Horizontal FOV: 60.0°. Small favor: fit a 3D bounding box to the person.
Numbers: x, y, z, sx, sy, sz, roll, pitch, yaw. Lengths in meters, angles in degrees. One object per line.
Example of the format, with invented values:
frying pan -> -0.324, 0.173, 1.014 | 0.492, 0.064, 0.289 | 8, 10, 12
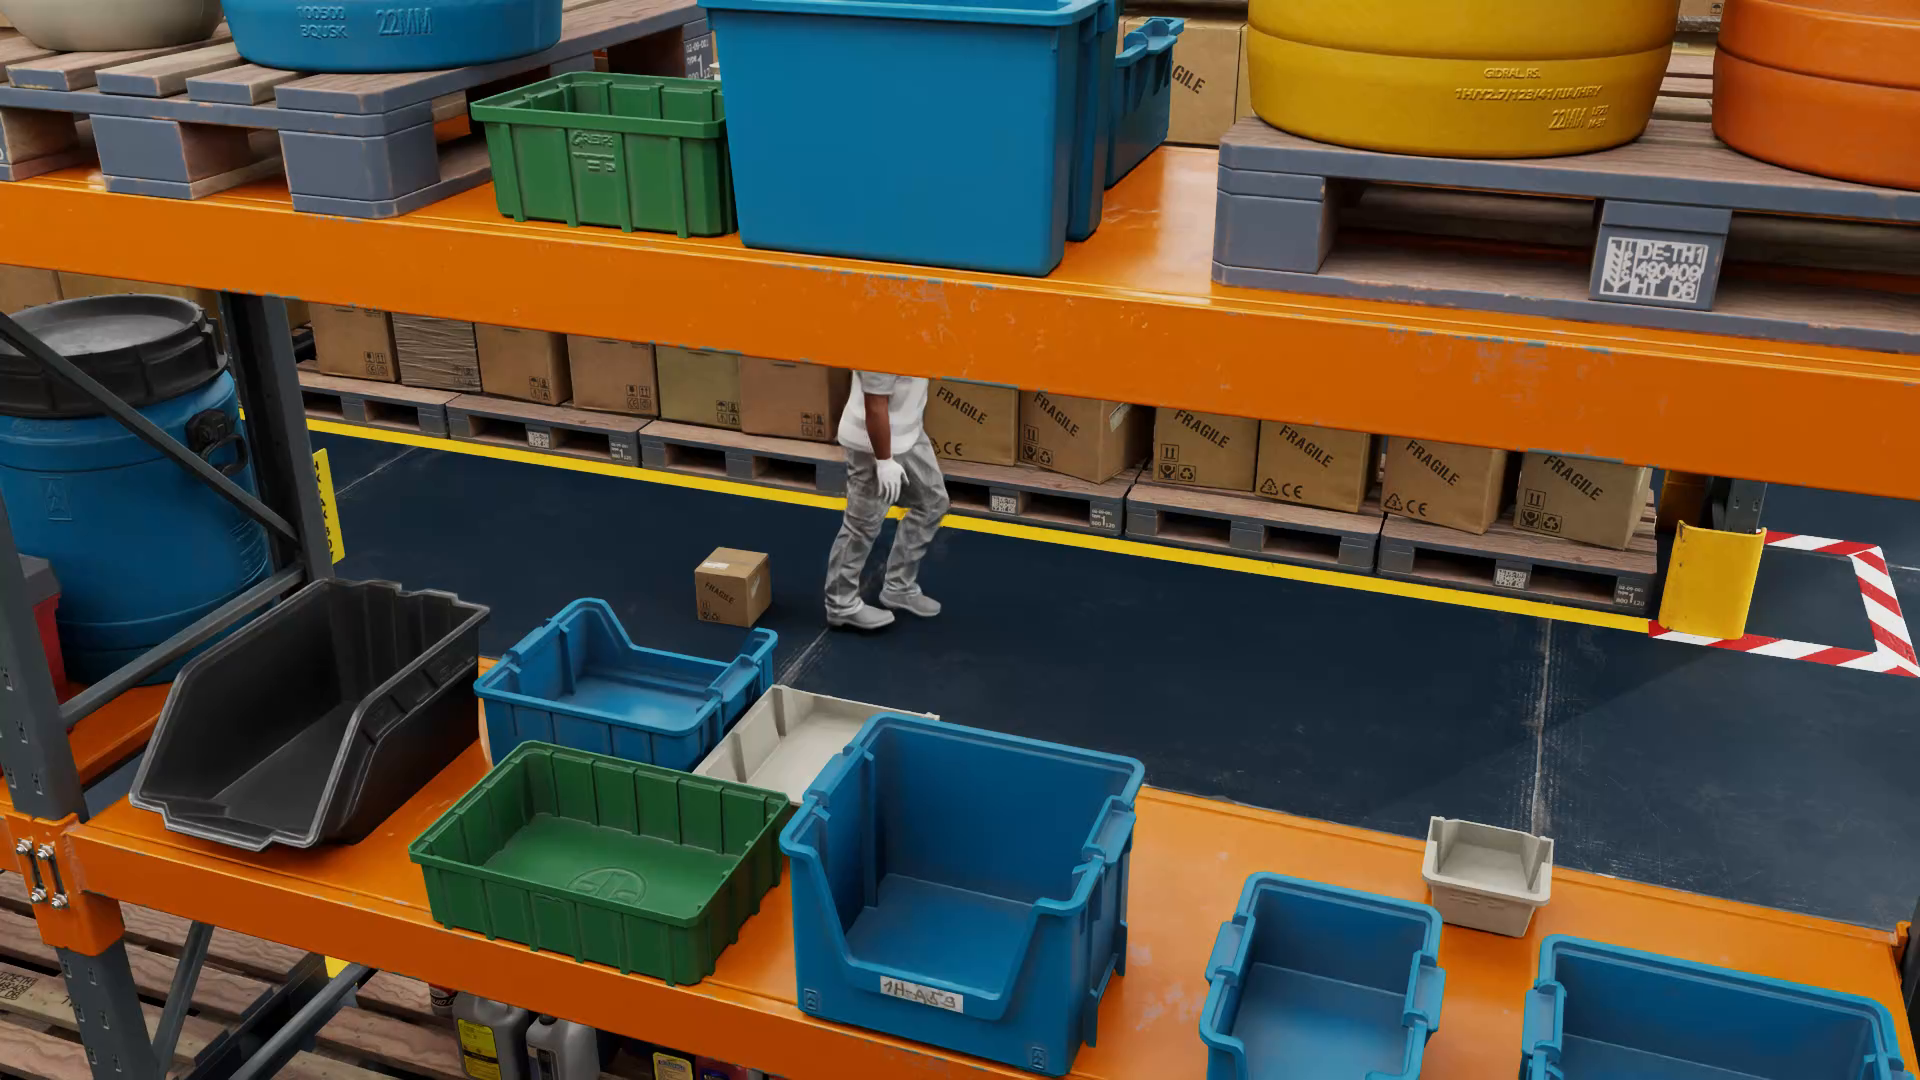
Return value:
person -> -0.330, -0.408, 6.934 | 0.526, 1.792, 0.594 | 5, 26, 10
